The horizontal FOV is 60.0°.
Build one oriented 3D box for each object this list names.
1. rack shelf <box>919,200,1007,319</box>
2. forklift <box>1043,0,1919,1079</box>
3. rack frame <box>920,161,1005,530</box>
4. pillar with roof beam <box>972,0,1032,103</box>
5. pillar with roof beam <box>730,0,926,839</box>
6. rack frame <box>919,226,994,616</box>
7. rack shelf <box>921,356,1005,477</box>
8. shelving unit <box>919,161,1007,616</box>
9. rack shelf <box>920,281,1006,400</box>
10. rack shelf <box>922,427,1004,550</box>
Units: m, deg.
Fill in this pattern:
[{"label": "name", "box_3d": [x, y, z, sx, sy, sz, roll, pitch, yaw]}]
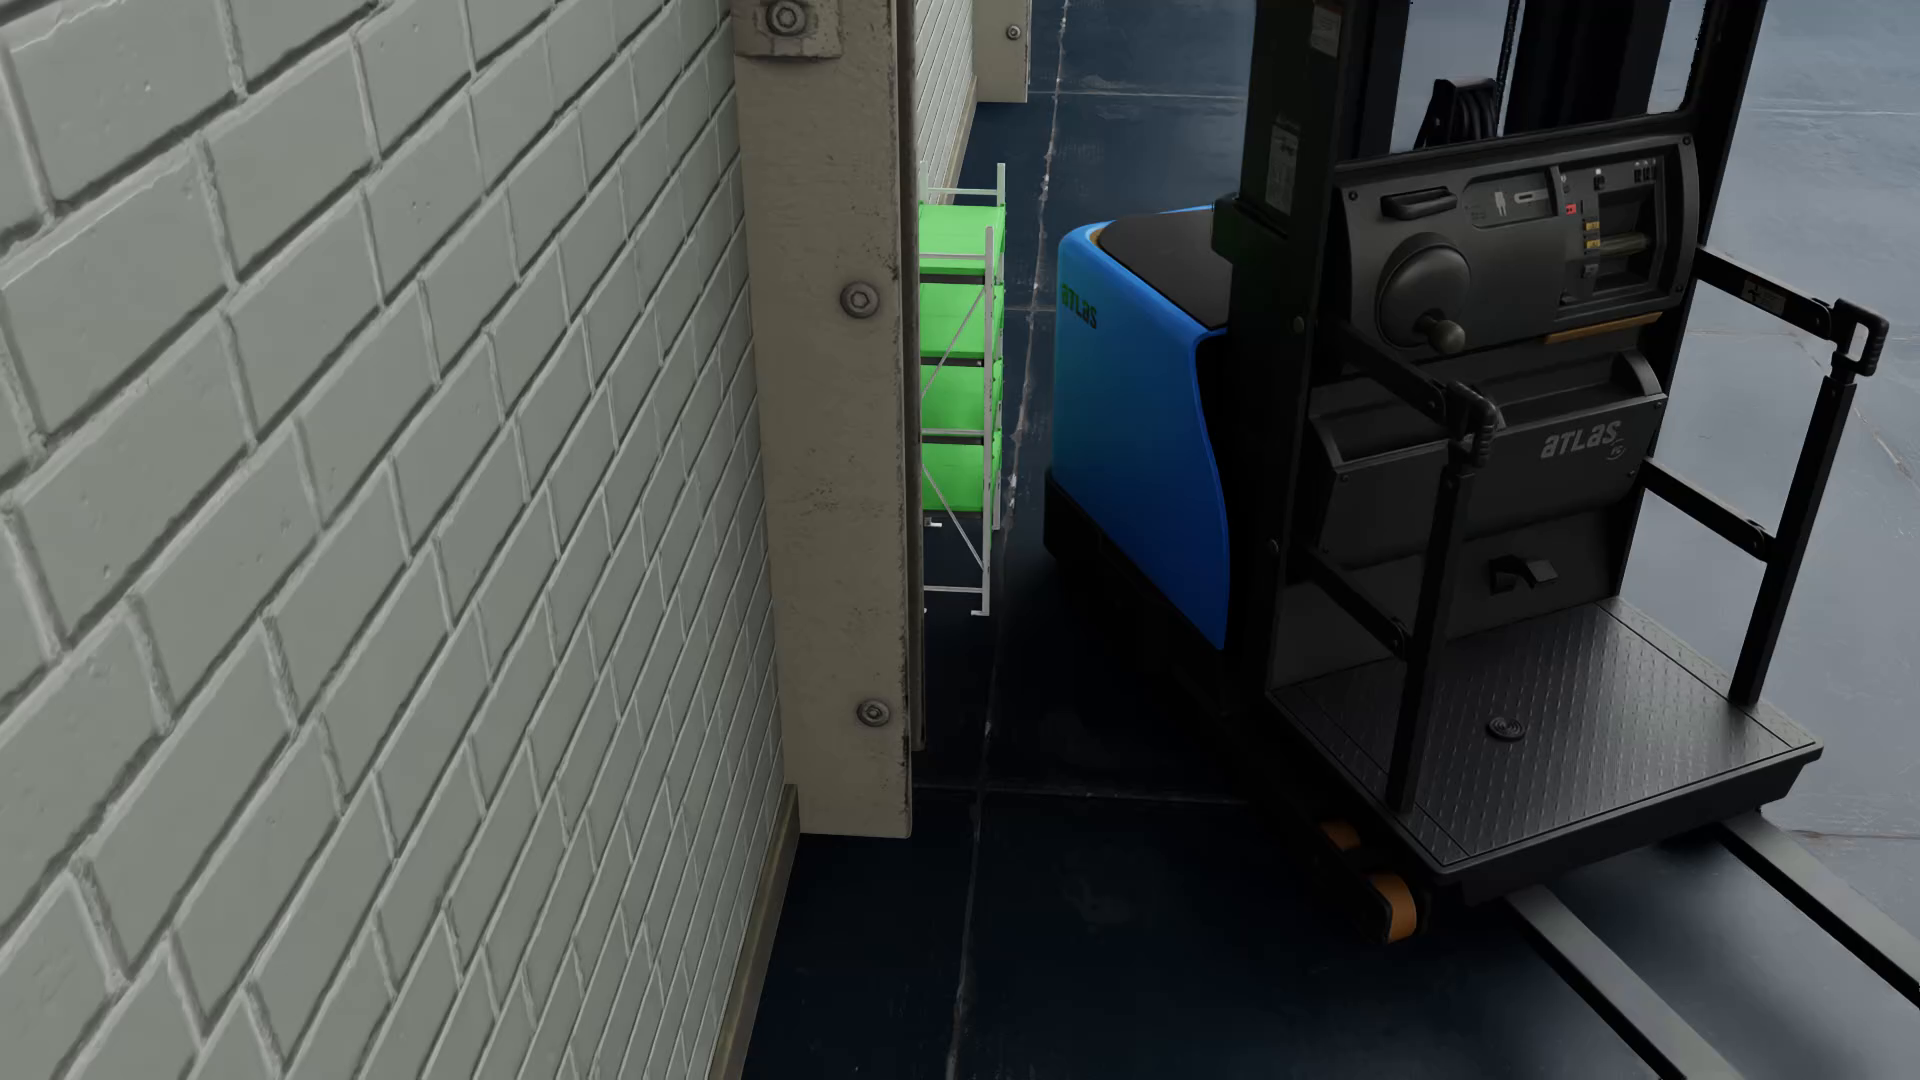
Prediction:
[{"label": "rack shelf", "box_3d": [-0.013, -0.778, 4.576, 0.258, 0.148, 0.480, 2, 32, 4]}, {"label": "forklift", "box_3d": [1.302, -0.591, 3.415, 1.130, 2.935, 3.031, -13, 34, -20]}, {"label": "rack frame", "box_3d": [0.006, -0.552, 5.002, 0.240, 1.200, 0.015, 2, 32, 4]}, {"label": "pillar with roof beam", "box_3d": [4.519, -6.165, 6.677, 9.100, 9.000, 0.400, 2, 32, 4]}, {"label": "pillar with roof beam", "box_3d": [4.031, -3.028, 1.586, 9.100, 9.000, 0.400, 2, 32, 4]}, {"label": "rack frame", "box_3d": [-0.033, -0.297, 4.588, 0.240, 1.200, 0.015, 2, 32, 4]}, {"label": "rack shelf", "box_3d": [-0.013, -0.370, 4.828, 0.258, 0.148, 0.480, 2, 32, 4]}, {"label": "shelving unit", "box_3d": [-0.013, -0.424, 4.795, 0.258, 1.200, 0.503, 2, 32, 4]}, {"label": "rack shelf", "box_3d": [-0.013, -0.574, 4.702, 0.258, 0.148, 0.480, 2, 32, 4]}, {"label": "rack shelf", "box_3d": [-0.013, -0.166, 4.954, 0.258, 0.148, 0.480, 2, 32, 4]}]
